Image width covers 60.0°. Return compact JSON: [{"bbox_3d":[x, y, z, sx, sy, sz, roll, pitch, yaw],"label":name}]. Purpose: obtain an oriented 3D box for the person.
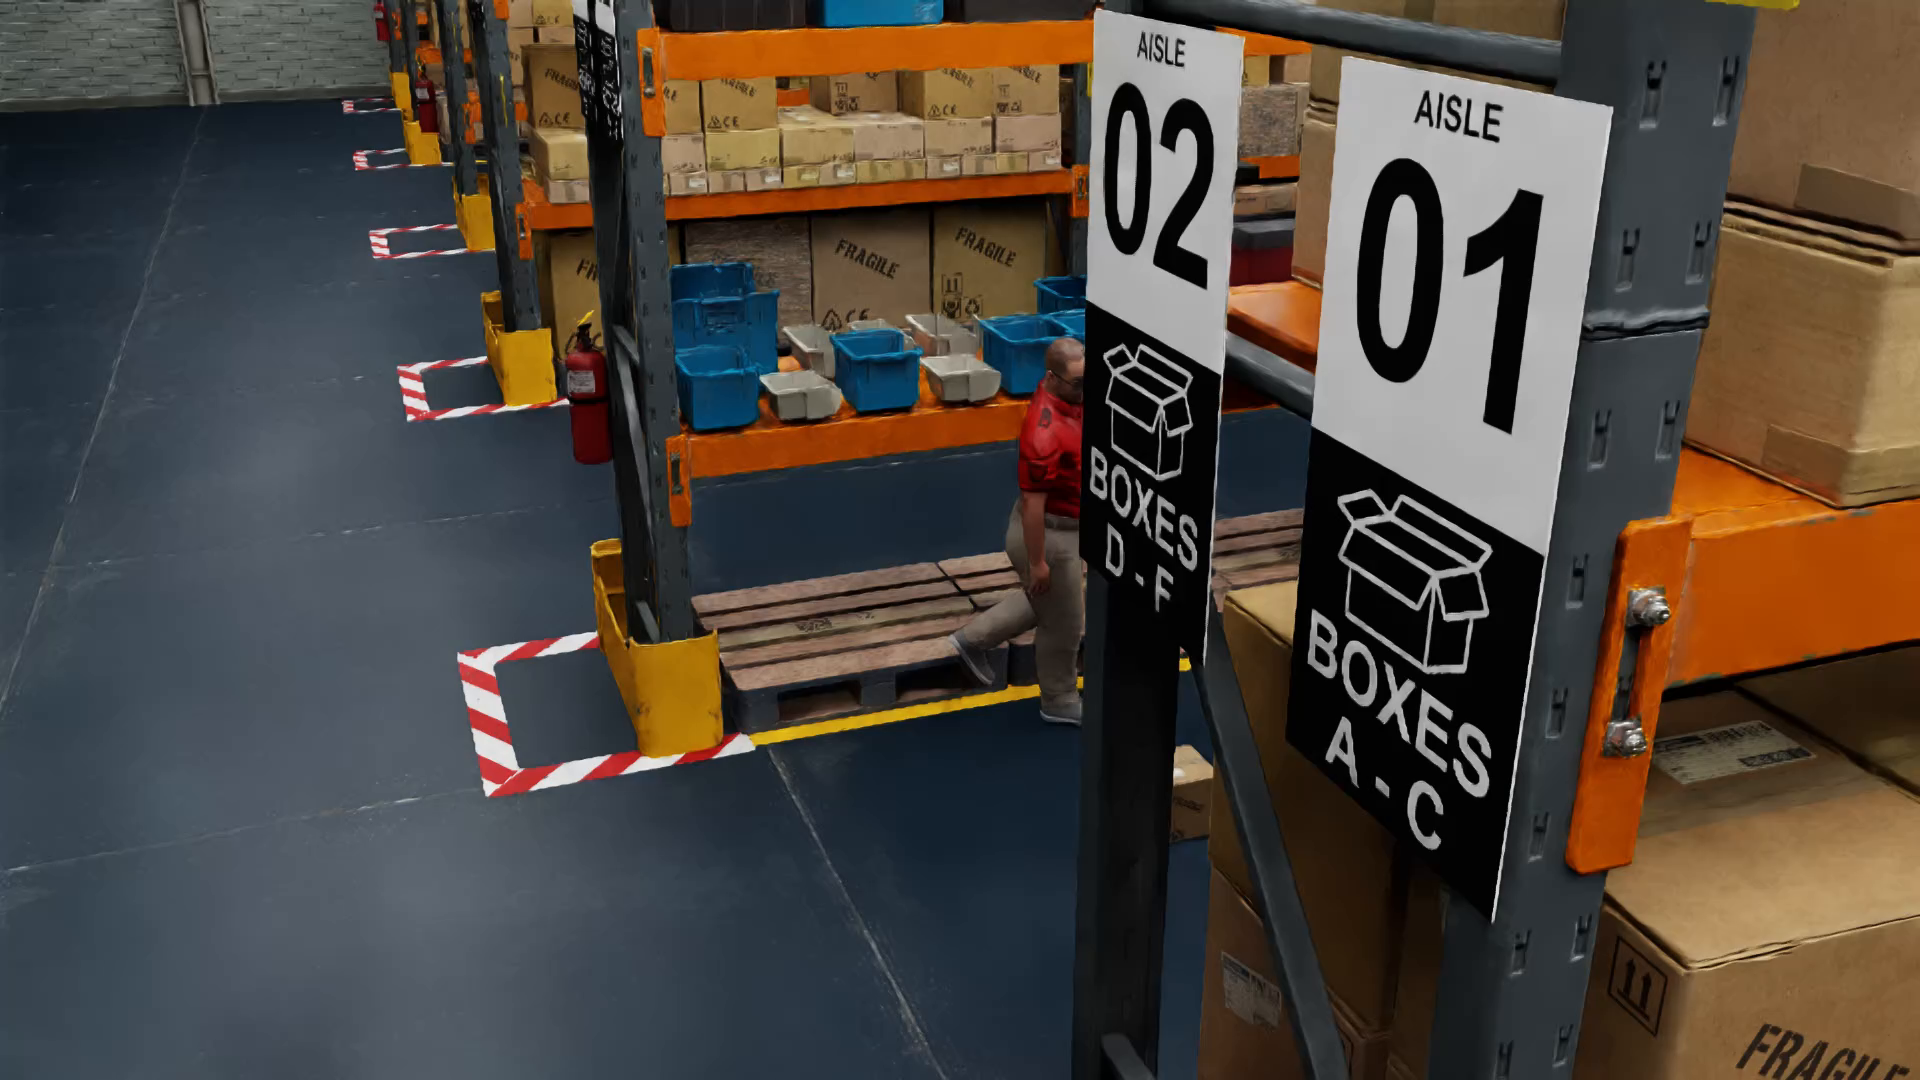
[{"bbox_3d":[0.302,-0.020,6.666,0.721,1.702,0.592,2,23,6],"label":"person"}]
